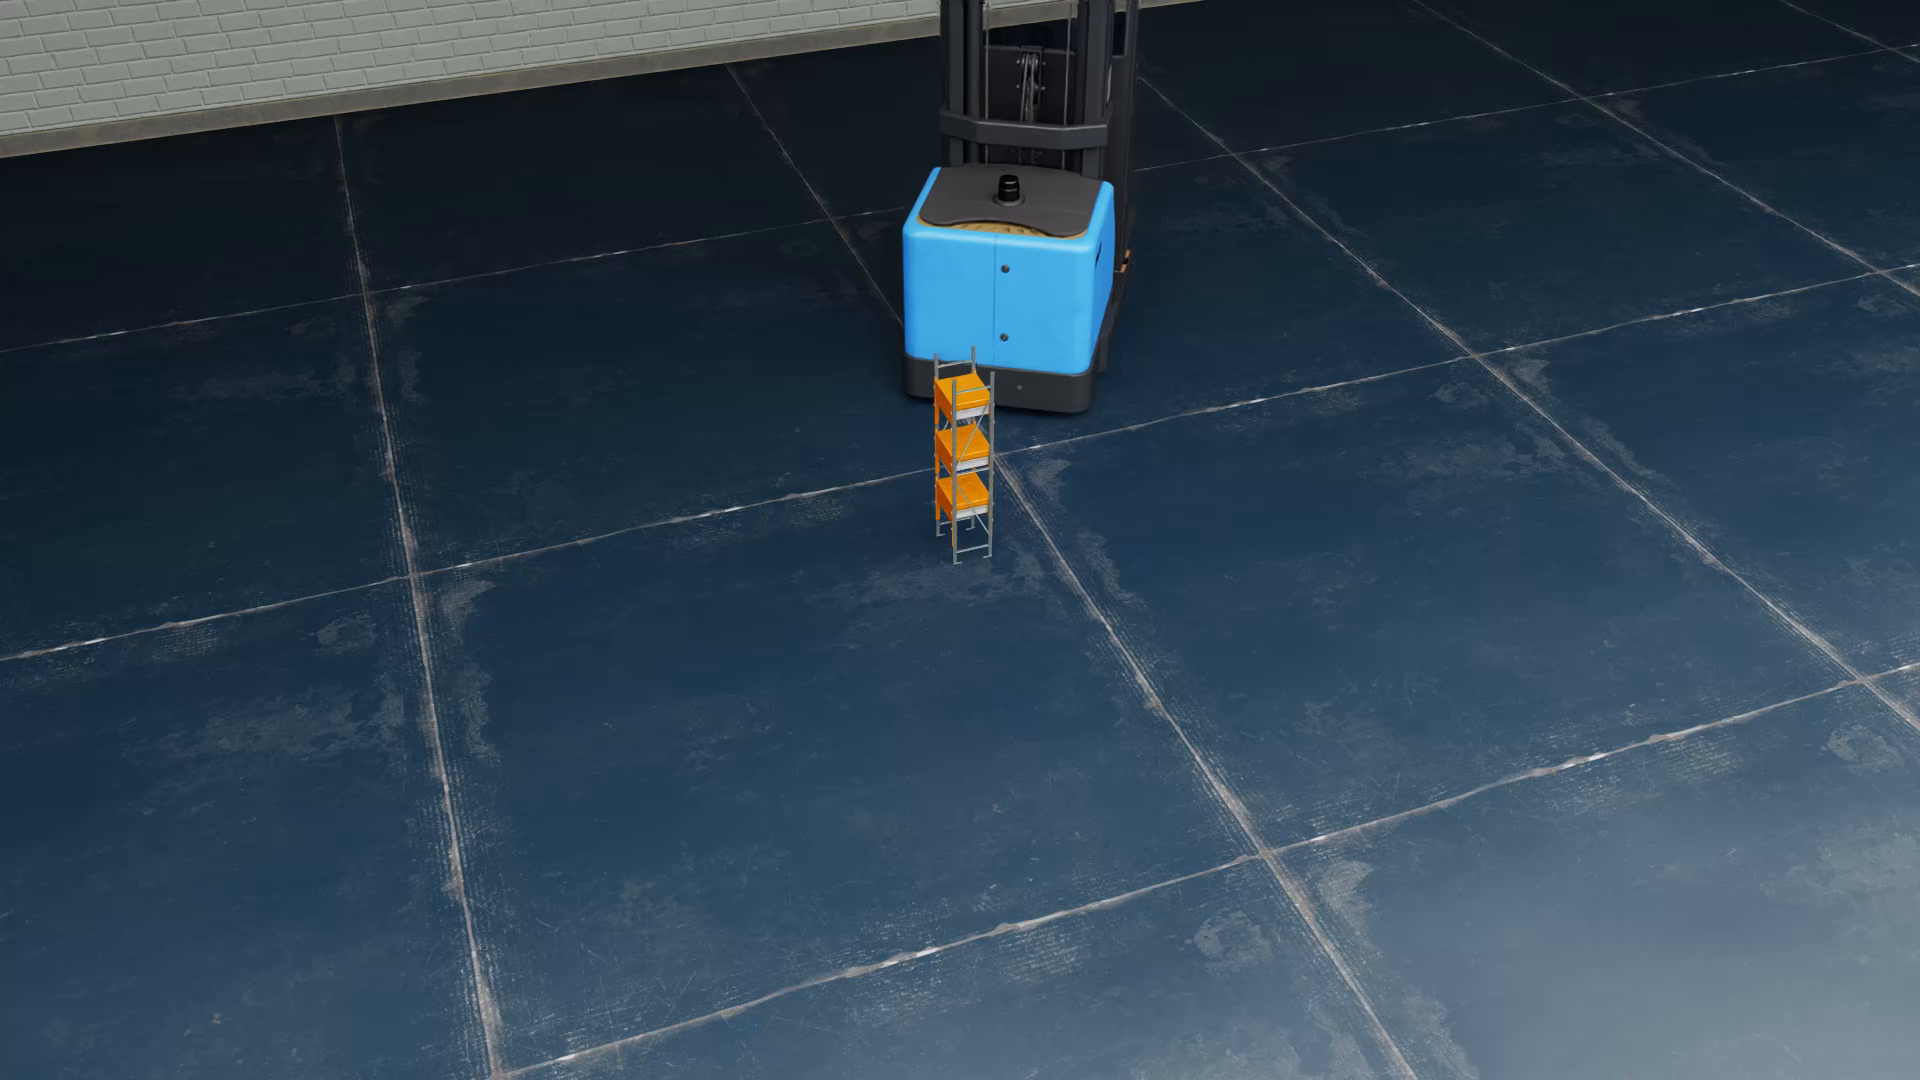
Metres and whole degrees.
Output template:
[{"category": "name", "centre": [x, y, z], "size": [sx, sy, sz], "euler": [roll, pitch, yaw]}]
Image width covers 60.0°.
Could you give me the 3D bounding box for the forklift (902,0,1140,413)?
[{"category": "forklift", "centre": [0.482, -2.747, 9.461], "size": [1.130, 2.935, 3.031], "euler": [7, 38, 9]}]

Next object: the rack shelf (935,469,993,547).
[{"category": "rack shelf", "centre": [0.018, -0.159, 8.068], "size": [0.215, 0.259, 0.240], "euler": [-12, 39, -16]}]

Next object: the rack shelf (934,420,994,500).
[{"category": "rack shelf", "centre": [0.018, -0.381, 7.900], "size": [0.215, 0.259, 0.240], "euler": [-12, 39, -16]}]

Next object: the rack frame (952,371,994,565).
[{"category": "rack frame", "centre": [0.060, -0.320, 7.803], "size": [0.200, 1.050, 0.008], "euler": [-12, 39, -16]}]

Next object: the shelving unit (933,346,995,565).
[{"category": "shelving unit", "centre": [0.018, -0.389, 7.894], "size": [0.215, 1.050, 0.252], "euler": [-12, 39, -16]}]

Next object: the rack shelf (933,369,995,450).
[{"category": "rack shelf", "centre": [0.018, -0.607, 7.730], "size": [0.215, 0.259, 0.240], "euler": [-12, 39, -16]}]

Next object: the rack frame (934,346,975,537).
[{"category": "rack frame", "centre": [-0.024, -0.458, 7.985], "size": [0.200, 1.050, 0.008], "euler": [-12, 39, -16]}]
